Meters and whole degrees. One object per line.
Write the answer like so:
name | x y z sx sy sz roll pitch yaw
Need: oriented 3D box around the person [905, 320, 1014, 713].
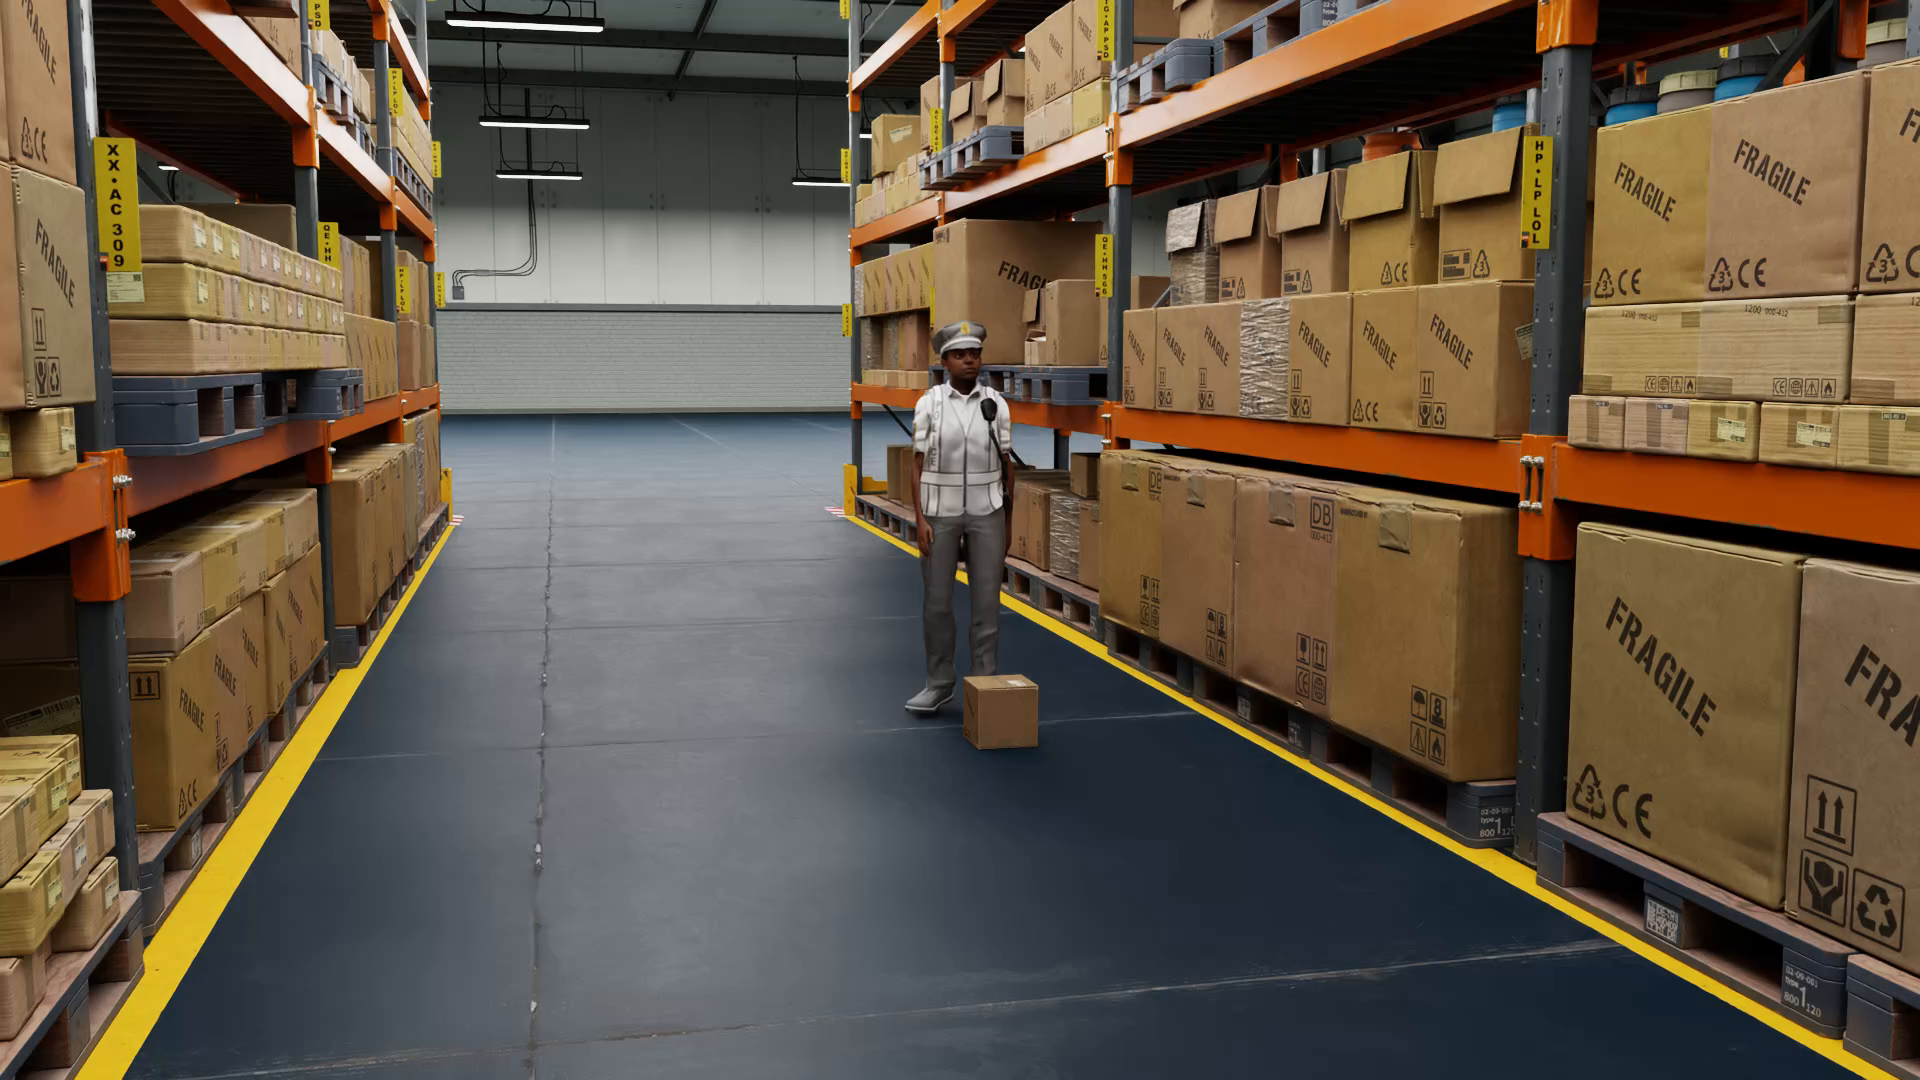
person | 0.001 -0.092 7.189 0.481 1.701 0.393 -1 6 -6
